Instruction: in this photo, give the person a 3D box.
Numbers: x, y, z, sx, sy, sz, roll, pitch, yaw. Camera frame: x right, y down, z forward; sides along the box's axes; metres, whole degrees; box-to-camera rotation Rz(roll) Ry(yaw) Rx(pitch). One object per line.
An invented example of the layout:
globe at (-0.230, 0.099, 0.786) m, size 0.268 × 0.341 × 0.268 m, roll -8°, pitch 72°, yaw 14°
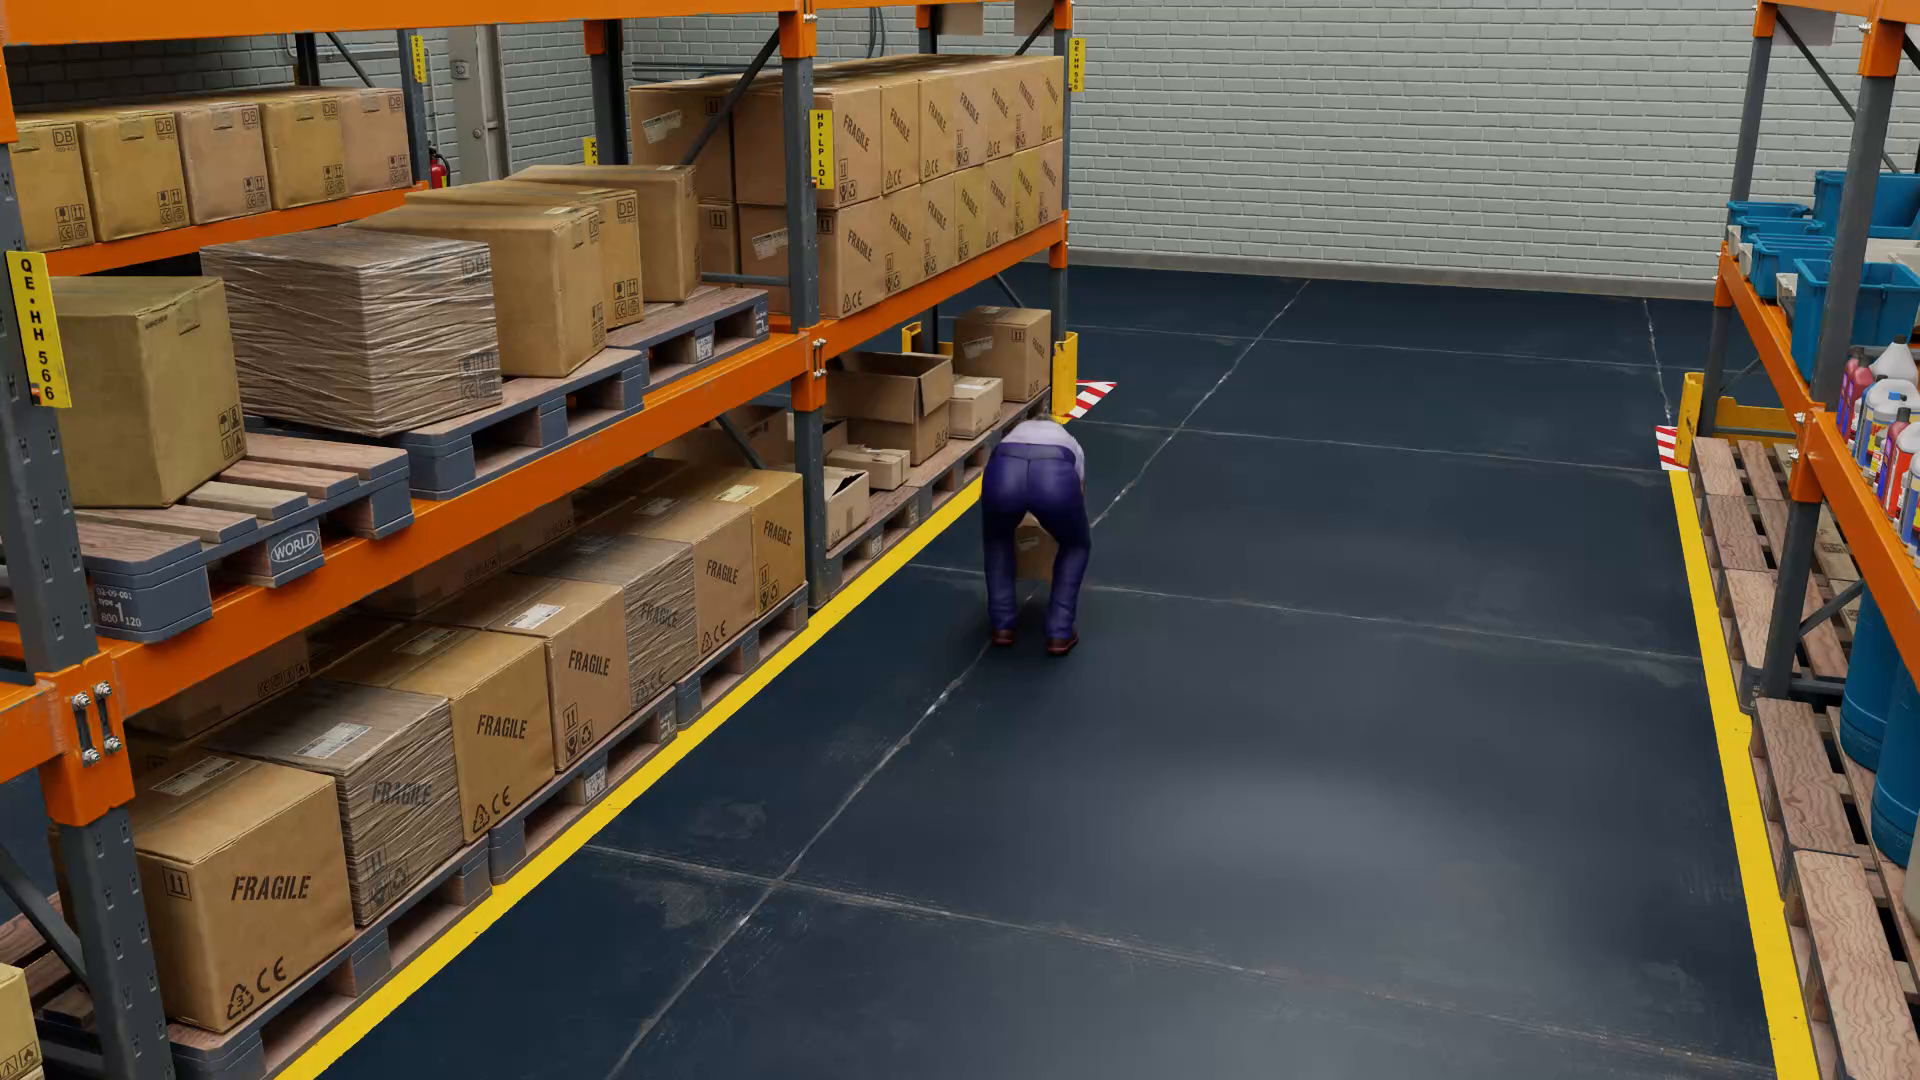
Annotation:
person at (0.344, -0.060, 7.326) m, size 0.484 × 0.967 × 0.910 m, roll 3°, pitch 19°, yaw 9°
